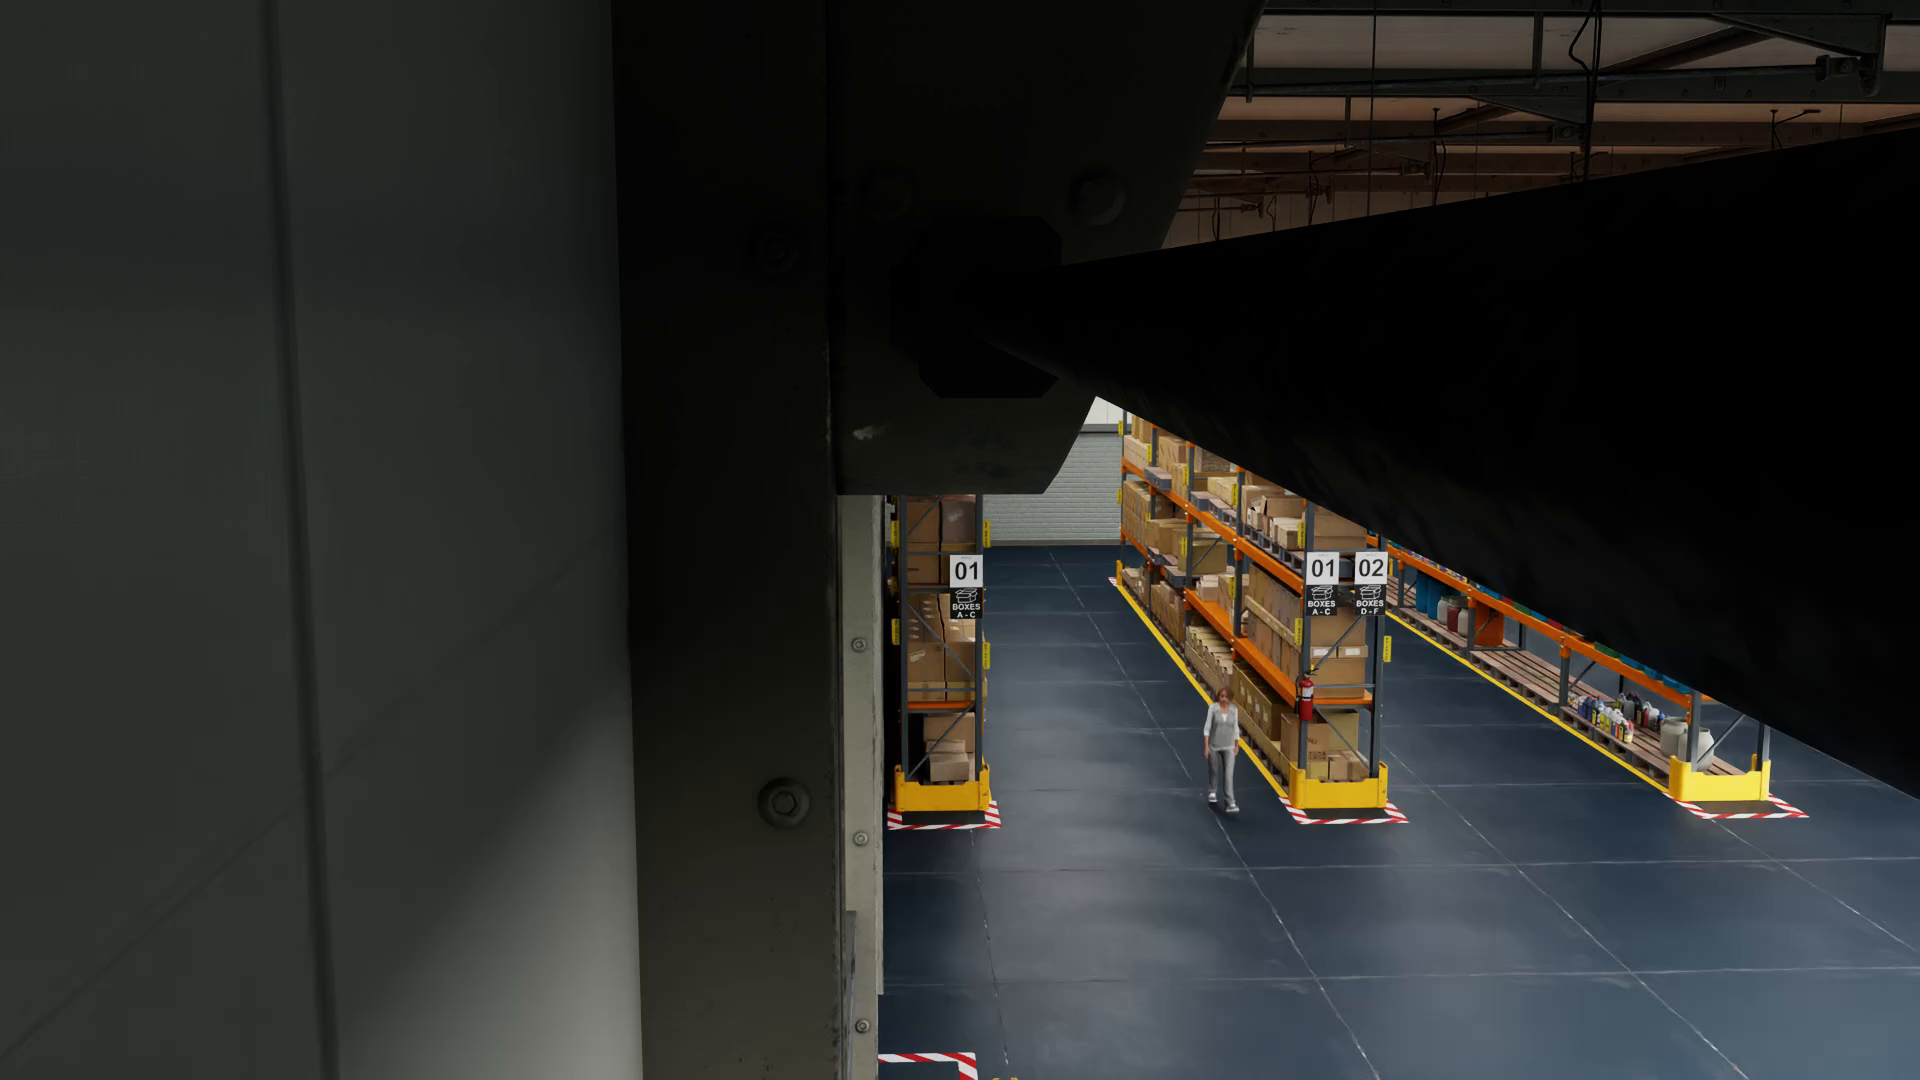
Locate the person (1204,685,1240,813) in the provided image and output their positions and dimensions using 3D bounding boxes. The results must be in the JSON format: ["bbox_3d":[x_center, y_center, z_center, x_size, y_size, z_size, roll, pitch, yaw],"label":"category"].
[{"bbox_3d":[3.215,2.561,20.407,0.447,1.535,0.987,1,8,6],"label":"person"}]
